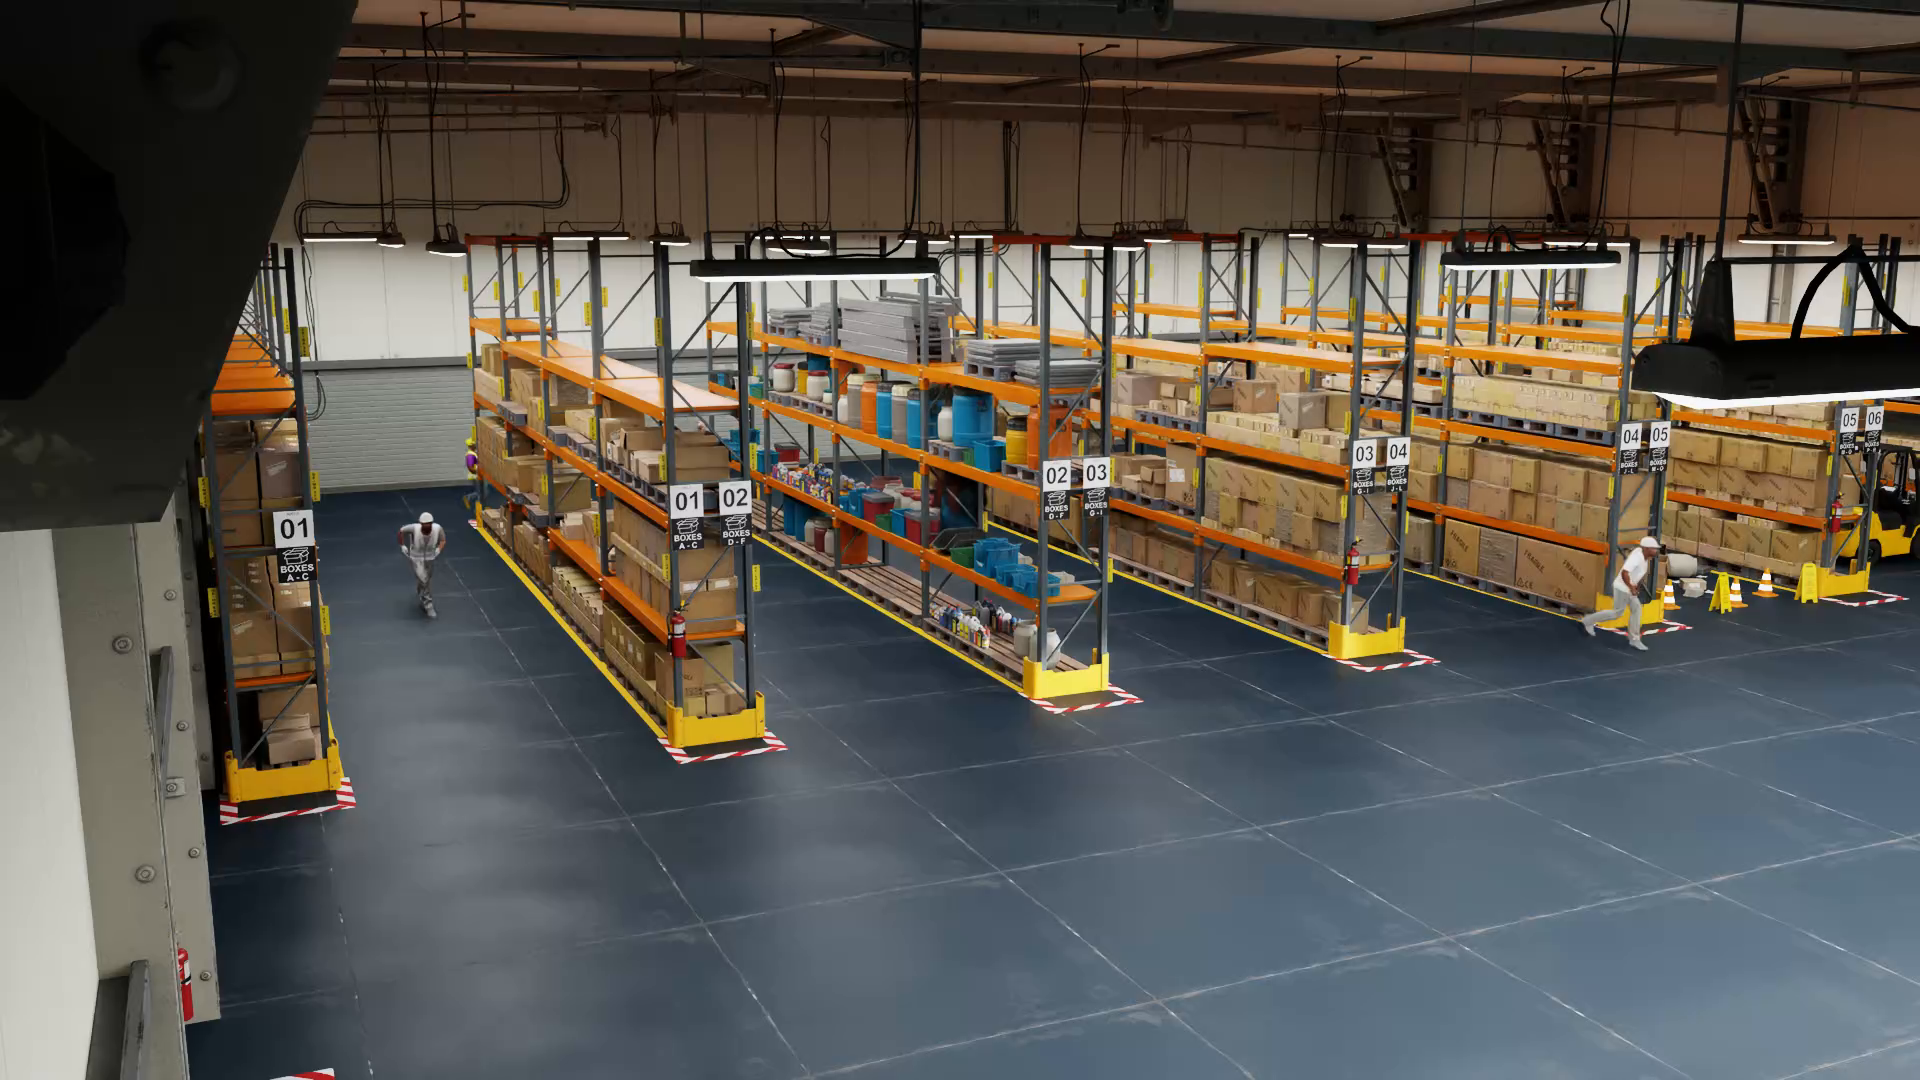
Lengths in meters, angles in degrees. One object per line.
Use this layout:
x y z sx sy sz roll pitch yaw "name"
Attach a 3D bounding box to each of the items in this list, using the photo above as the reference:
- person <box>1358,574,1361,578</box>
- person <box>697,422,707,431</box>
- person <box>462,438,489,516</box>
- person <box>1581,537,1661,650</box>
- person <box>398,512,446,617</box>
7.110 -0.157 29.605 0.648 1.660 0.596 -4 12 -19 "person"
-6.023 -1.899 38.566 0.681 1.685 0.707 -3 11 -15 "person"
-10.409 -1.344 35.590 0.568 1.709 0.710 -2 11 -9 "person"
9.870 0.763 24.862 1.028 1.706 0.722 5 12 26 "person"
-8.732 0.351 27.009 0.729 1.732 1.055 -6 13 -30 "person"
